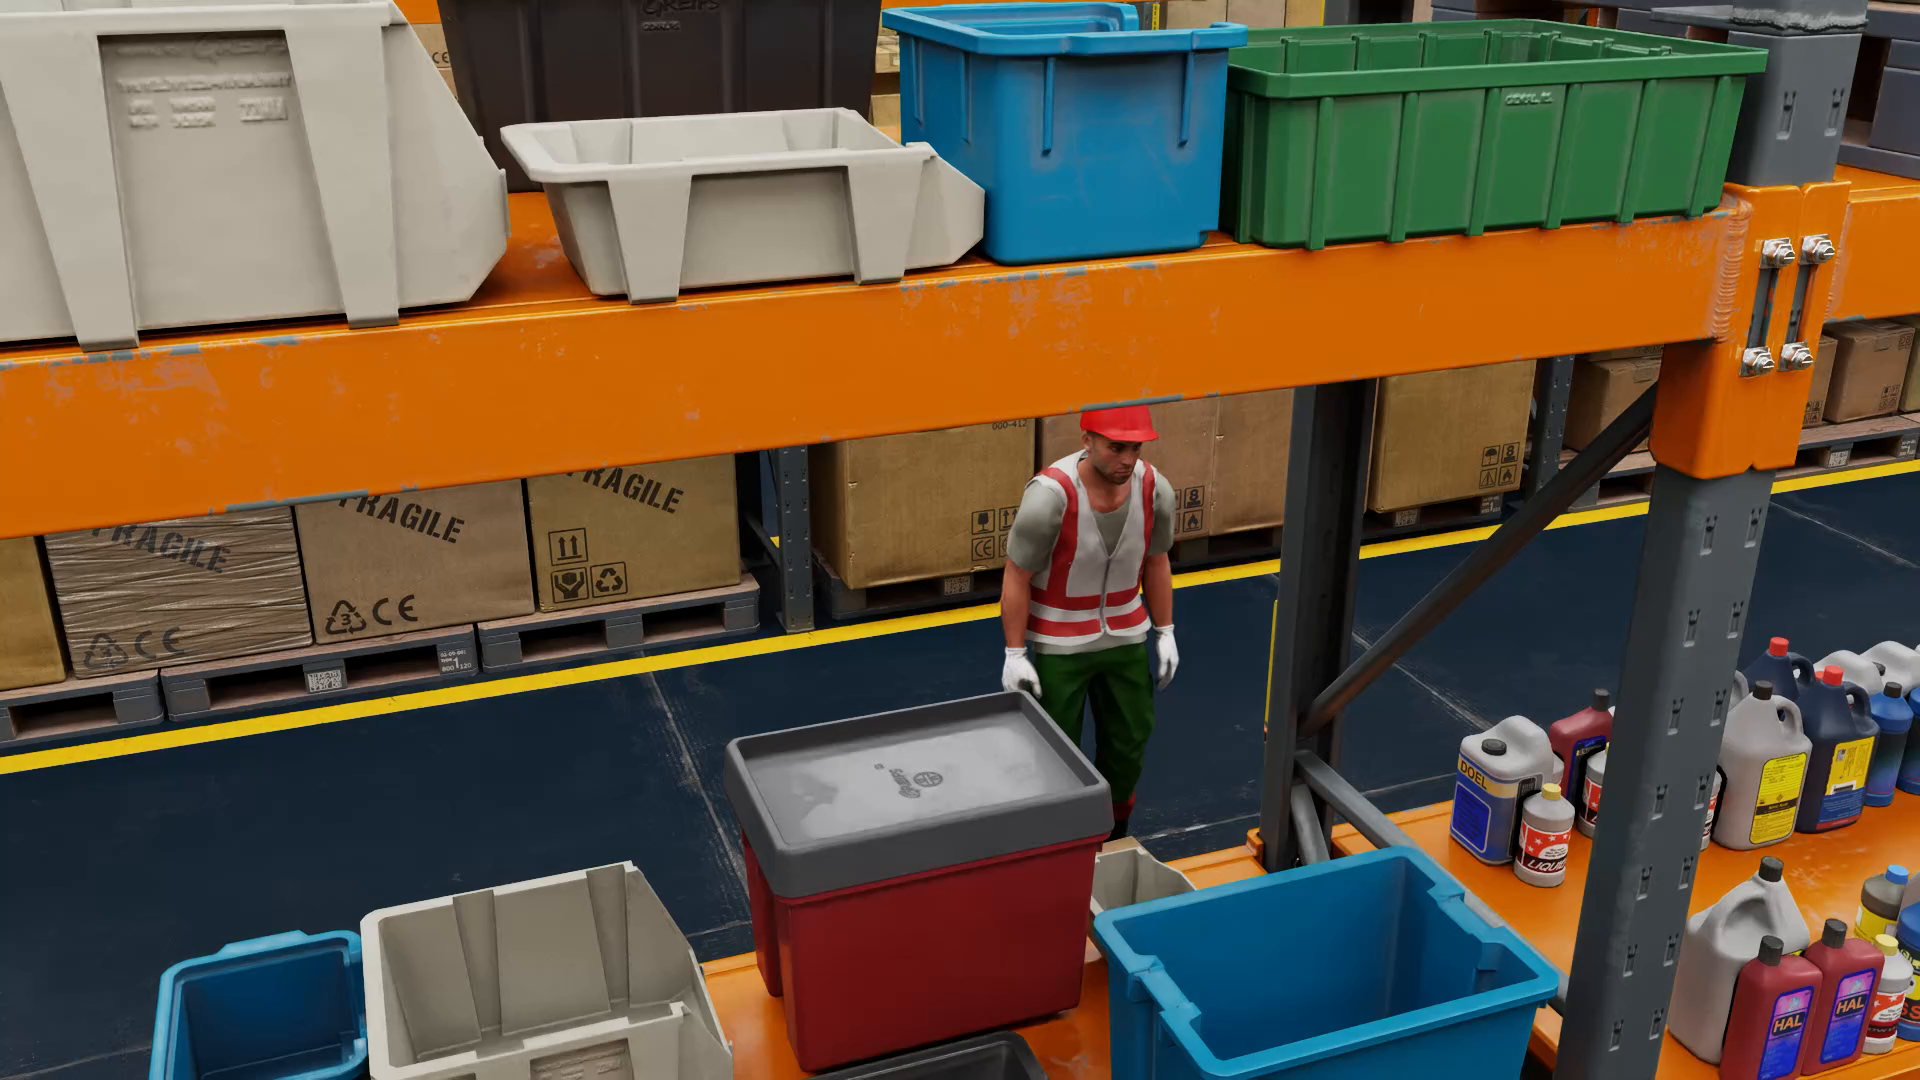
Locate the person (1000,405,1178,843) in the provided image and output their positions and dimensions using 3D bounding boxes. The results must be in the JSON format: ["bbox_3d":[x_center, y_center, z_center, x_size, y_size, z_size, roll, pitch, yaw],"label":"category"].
[{"bbox_3d":[0.412,0.352,5.215,0.604,1.778,0.453,-8,24,-19],"label":"person"}]
